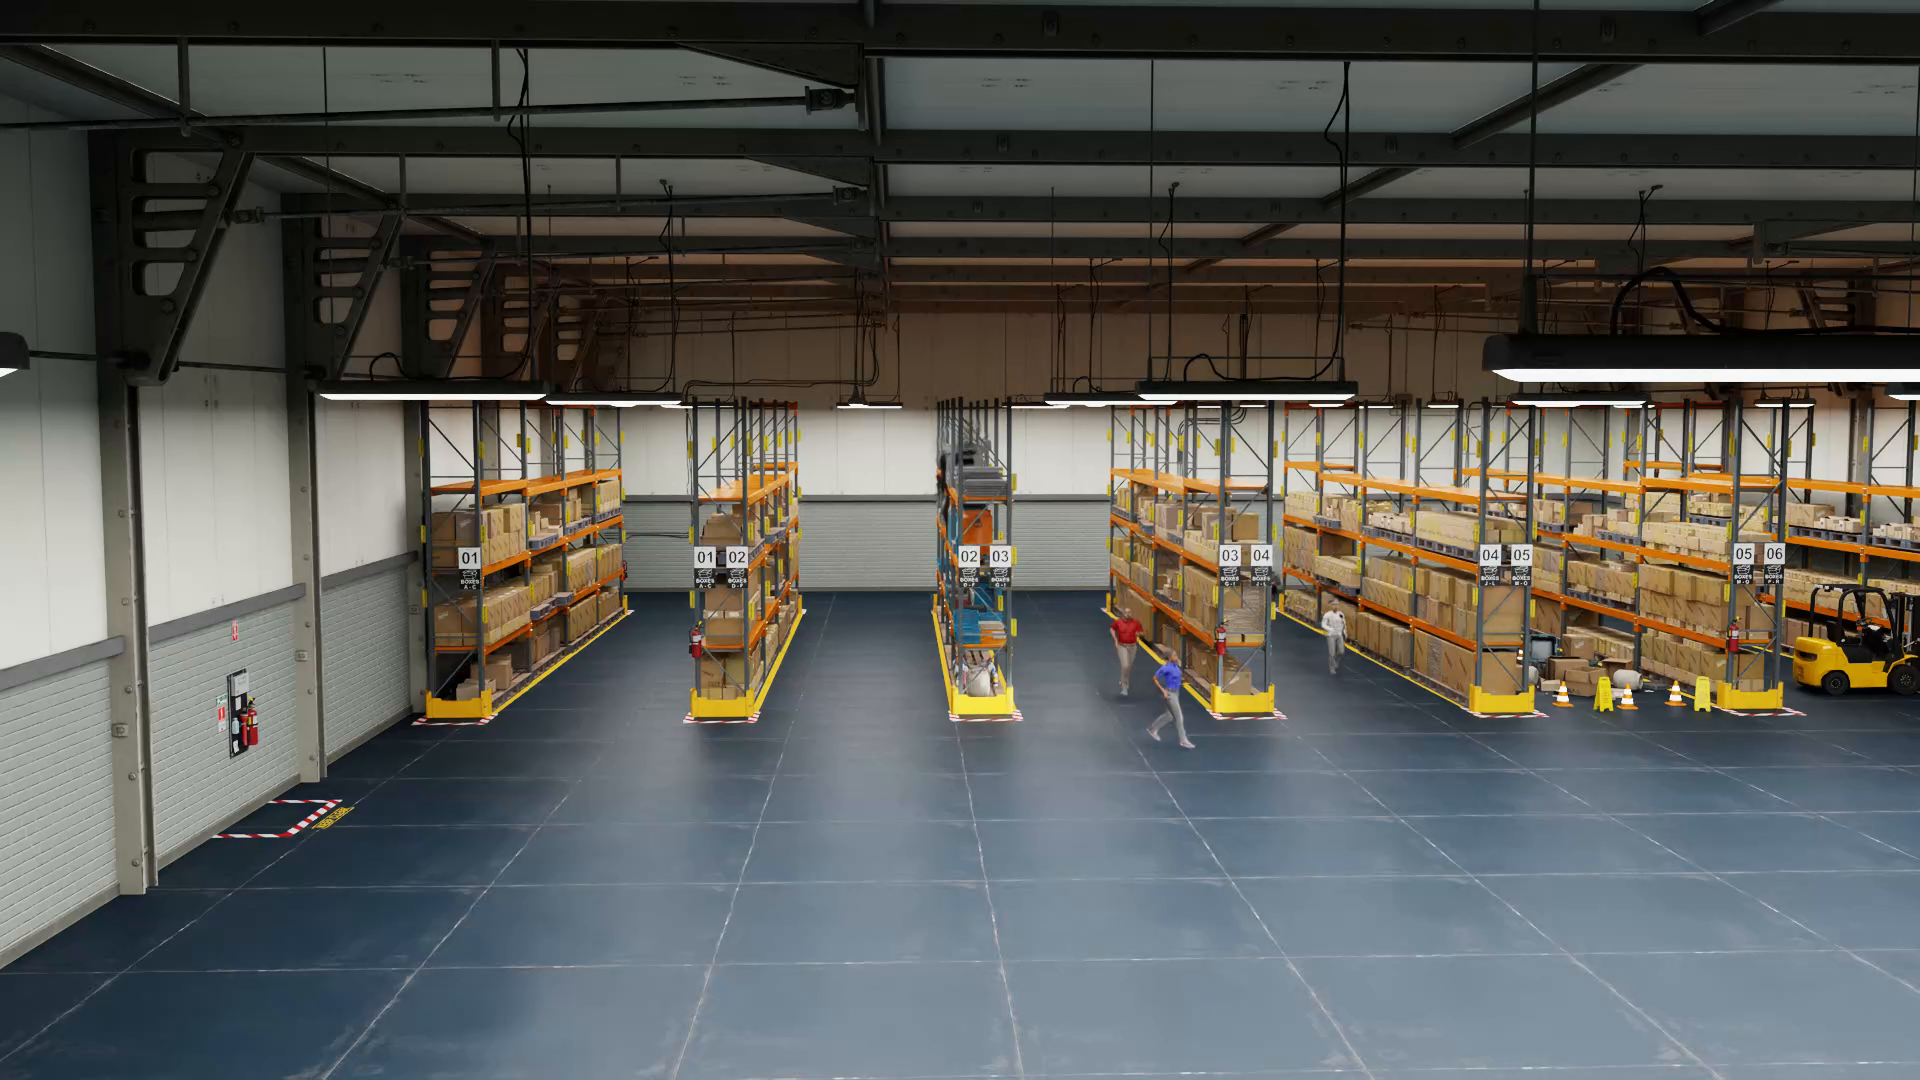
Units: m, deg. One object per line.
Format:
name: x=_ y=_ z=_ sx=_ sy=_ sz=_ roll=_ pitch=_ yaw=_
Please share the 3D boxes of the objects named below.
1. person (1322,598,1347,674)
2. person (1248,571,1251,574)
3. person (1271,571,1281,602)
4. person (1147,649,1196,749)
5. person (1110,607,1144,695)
person: x=8.188 y=2.100 z=36.232 sx=0.604 sy=1.659 sz=0.530 roll=0 pitch=4 yaw=-6
person: x=8.637 y=1.168 z=48.277 sx=0.704 sy=1.725 sz=0.640 roll=-4 pitch=6 yaw=-41
person: x=8.171 y=1.476 z=43.974 sx=0.632 sy=1.782 sz=0.804 roll=0 pitch=4 yaw=3
person: x=3.601 y=2.690 z=28.375 sx=0.935 sy=1.641 sz=0.573 roll=2 pitch=5 yaw=28
person: x=3.422 y=2.267 z=33.897 sx=0.626 sy=1.809 sz=0.800 roll=-1 pitch=5 yaw=-12
